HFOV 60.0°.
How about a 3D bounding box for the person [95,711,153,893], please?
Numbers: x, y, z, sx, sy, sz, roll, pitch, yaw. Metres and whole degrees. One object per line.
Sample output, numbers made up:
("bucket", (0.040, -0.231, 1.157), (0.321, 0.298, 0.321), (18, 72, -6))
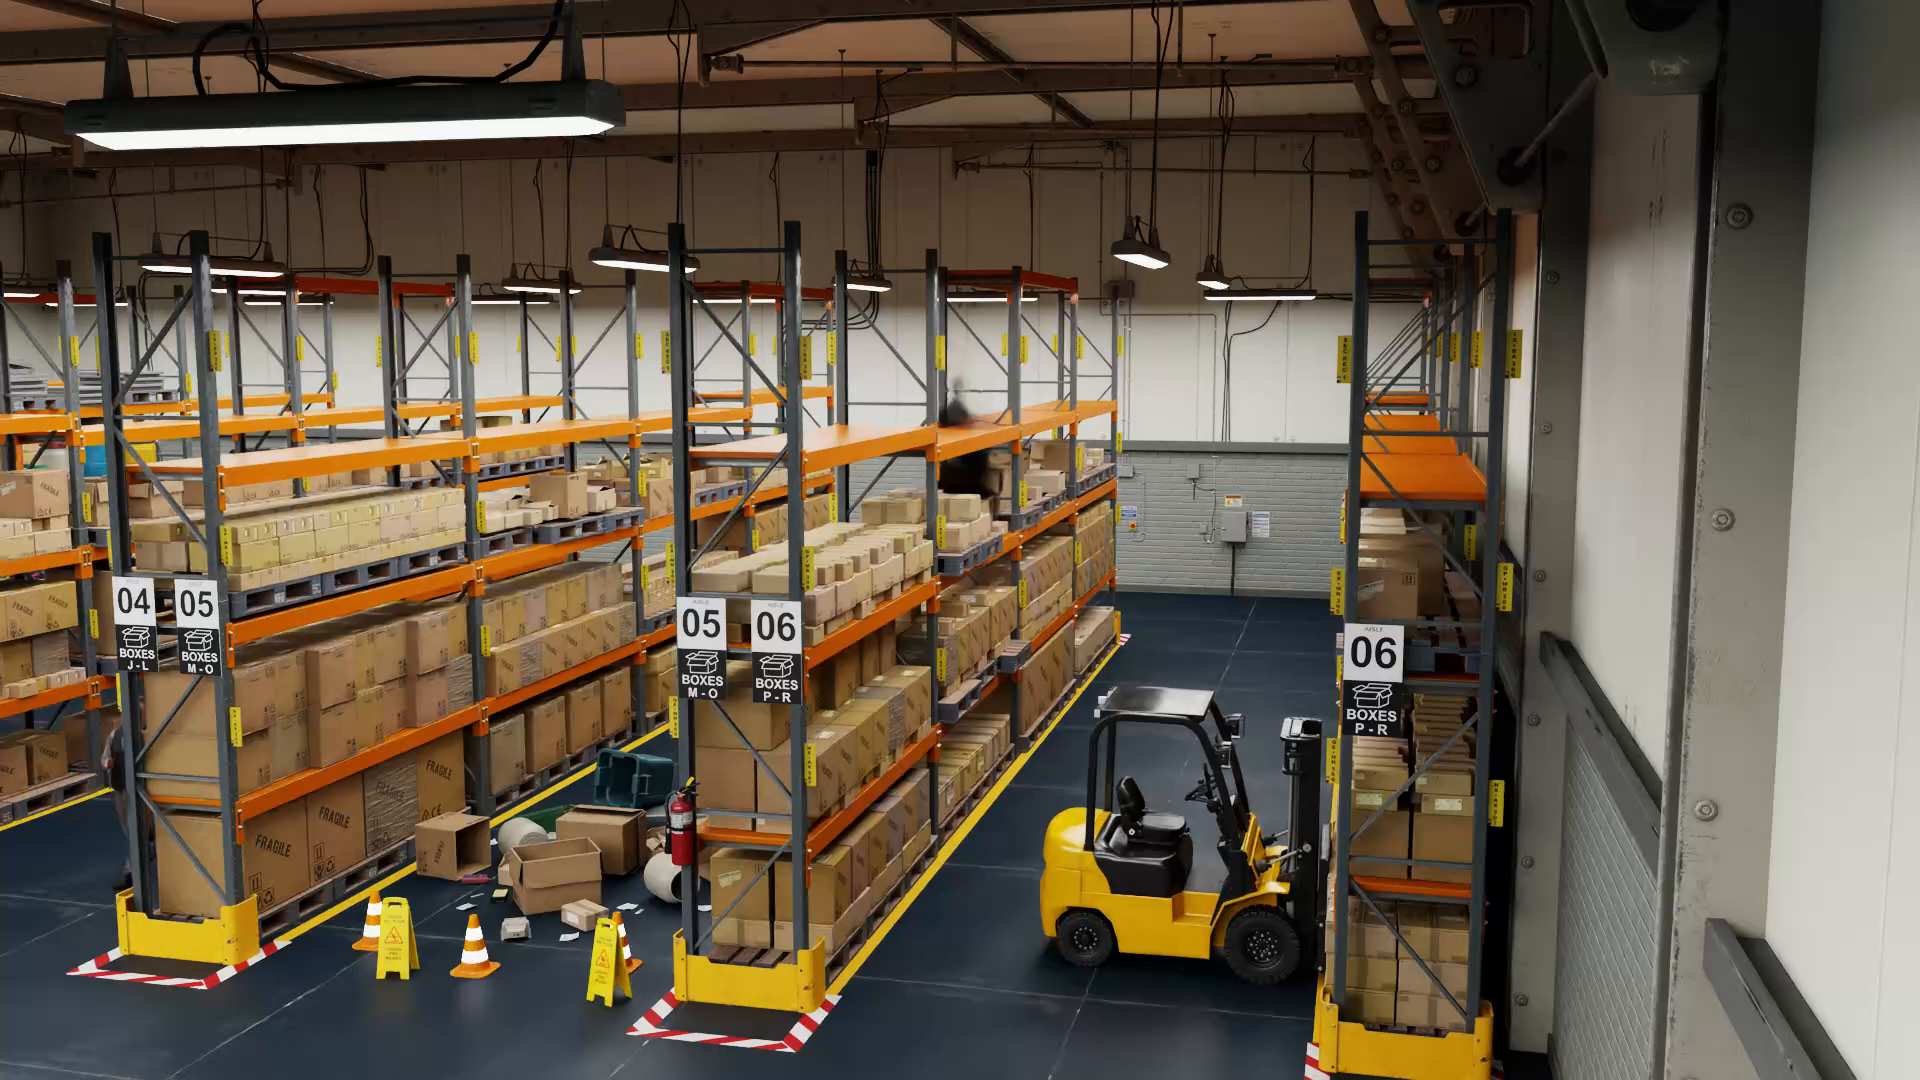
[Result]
("person", (-7.845, 2.420, 15.726), (0.670, 1.690, 0.807), (1, 7, 7))

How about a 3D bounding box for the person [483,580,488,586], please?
("person", (-7.099, 1.401, 24.870), (0.538, 1.475, 0.736), (2, 7, 14))
